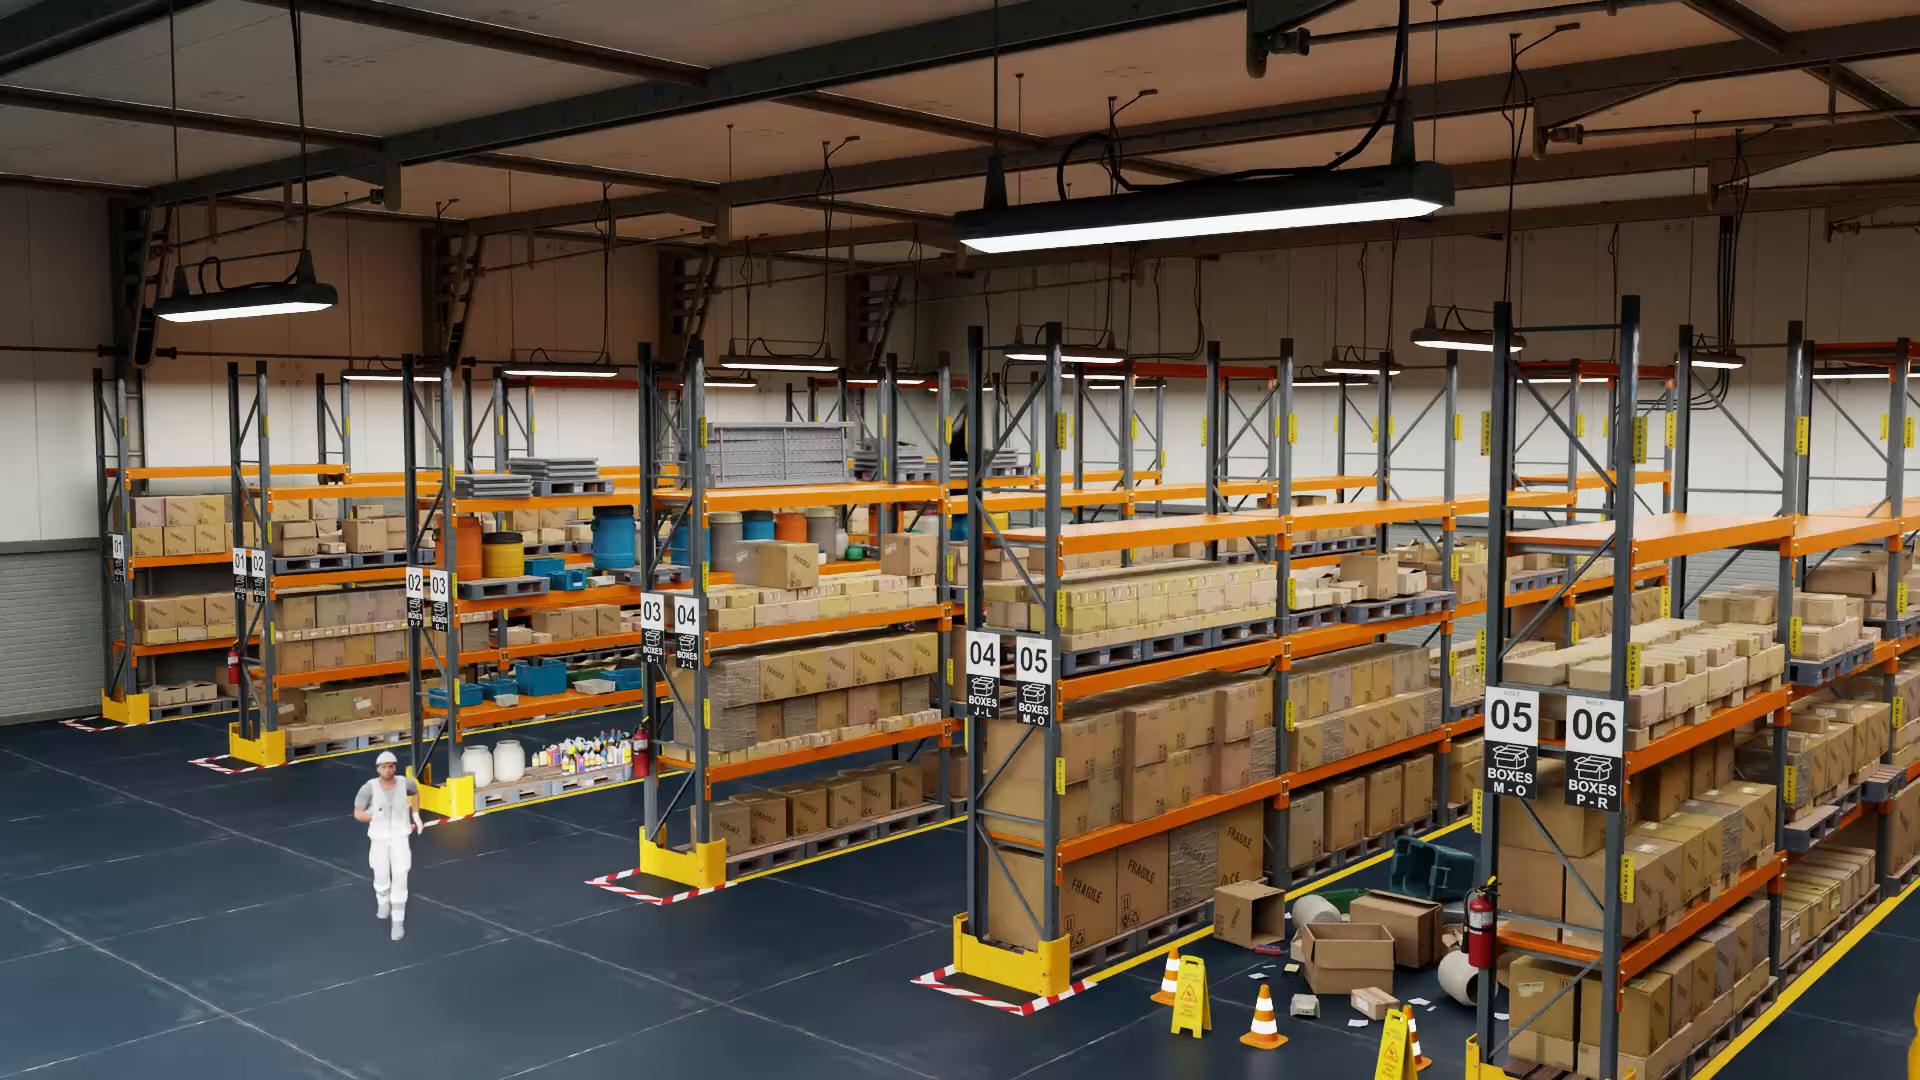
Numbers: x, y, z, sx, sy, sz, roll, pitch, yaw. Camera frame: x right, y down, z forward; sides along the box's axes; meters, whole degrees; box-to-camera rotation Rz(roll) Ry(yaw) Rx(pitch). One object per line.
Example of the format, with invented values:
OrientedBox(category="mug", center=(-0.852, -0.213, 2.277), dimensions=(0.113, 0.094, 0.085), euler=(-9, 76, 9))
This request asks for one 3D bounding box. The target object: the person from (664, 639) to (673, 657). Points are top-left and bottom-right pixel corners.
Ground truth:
OrientedBox(category="person", center=(-5.965, 1.911, 34.018), dimensions=(0.506, 1.541, 0.690), euler=(4, 6, 41))

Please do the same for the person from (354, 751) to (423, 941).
OrientedBox(category="person", center=(-5.750, 3.017, 16.749), dimensions=(0.652, 1.825, 0.904), euler=(-2, 4, -20))
